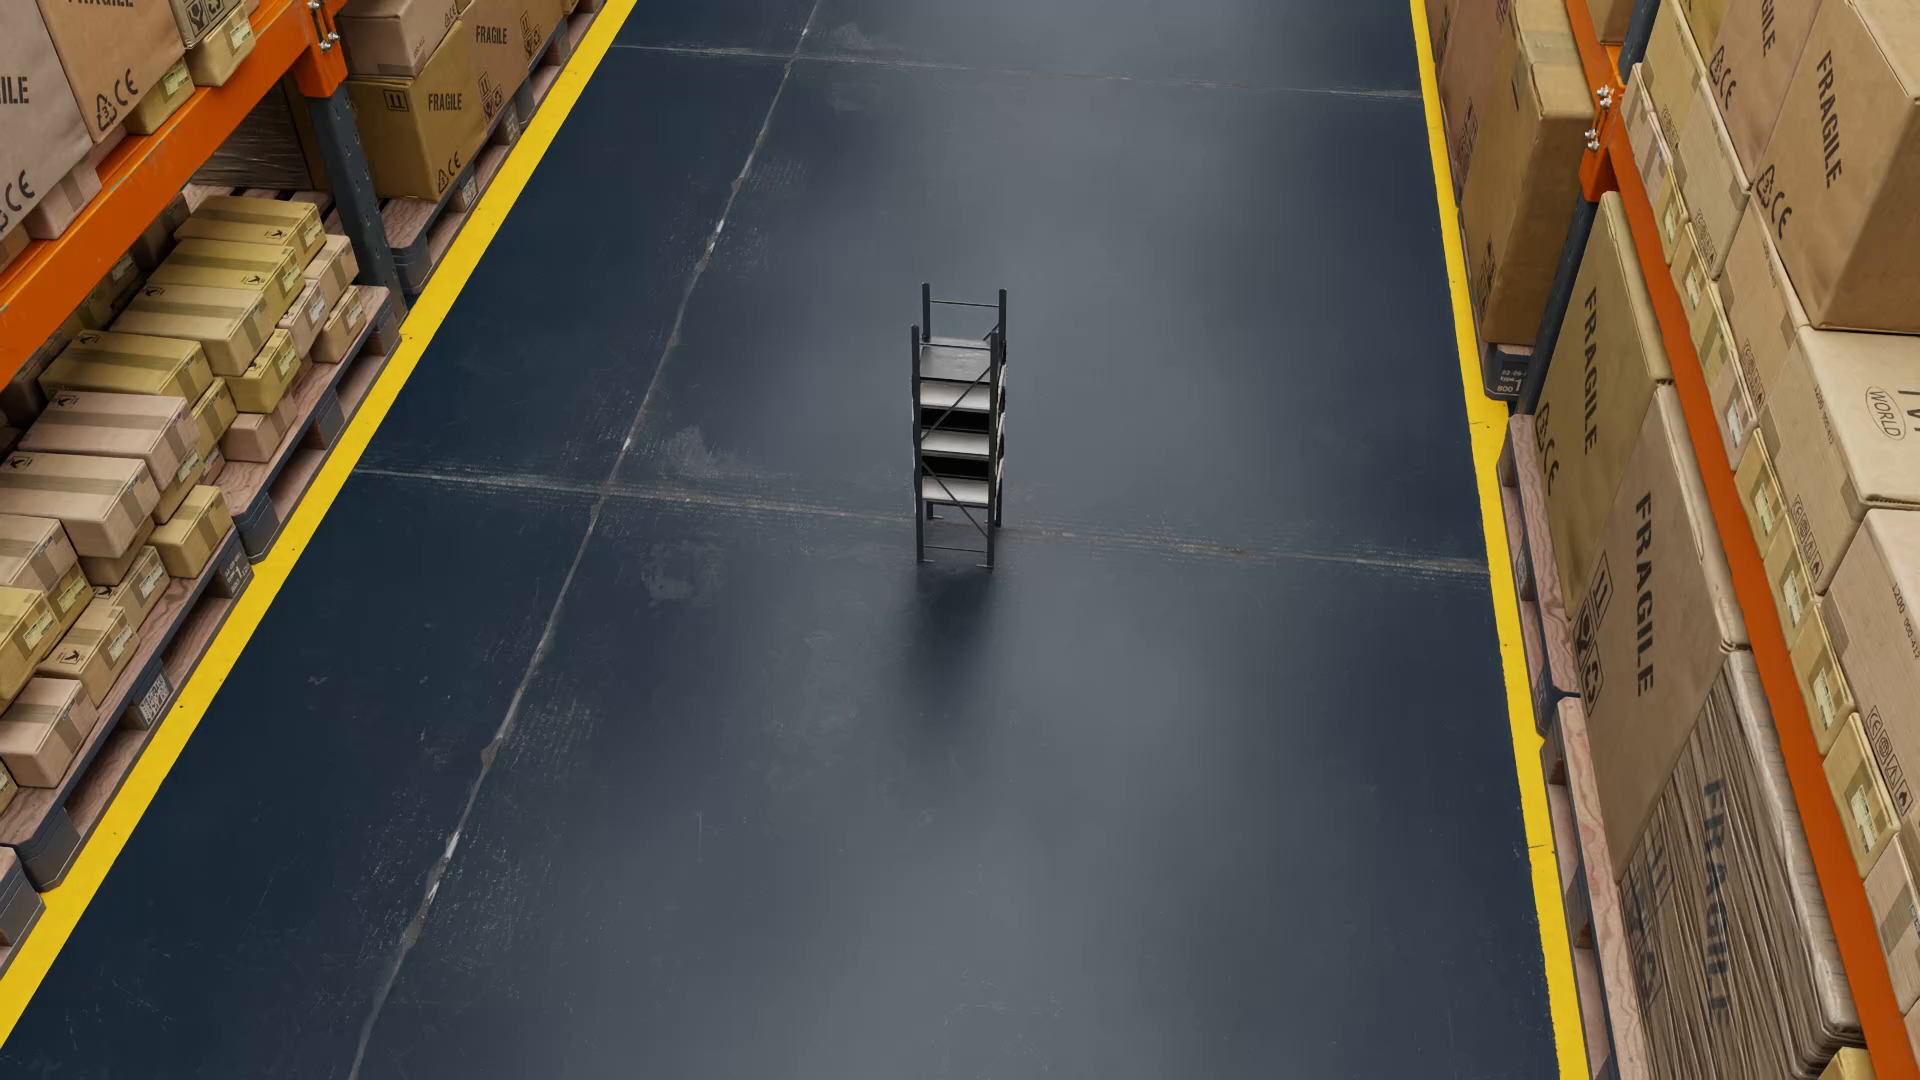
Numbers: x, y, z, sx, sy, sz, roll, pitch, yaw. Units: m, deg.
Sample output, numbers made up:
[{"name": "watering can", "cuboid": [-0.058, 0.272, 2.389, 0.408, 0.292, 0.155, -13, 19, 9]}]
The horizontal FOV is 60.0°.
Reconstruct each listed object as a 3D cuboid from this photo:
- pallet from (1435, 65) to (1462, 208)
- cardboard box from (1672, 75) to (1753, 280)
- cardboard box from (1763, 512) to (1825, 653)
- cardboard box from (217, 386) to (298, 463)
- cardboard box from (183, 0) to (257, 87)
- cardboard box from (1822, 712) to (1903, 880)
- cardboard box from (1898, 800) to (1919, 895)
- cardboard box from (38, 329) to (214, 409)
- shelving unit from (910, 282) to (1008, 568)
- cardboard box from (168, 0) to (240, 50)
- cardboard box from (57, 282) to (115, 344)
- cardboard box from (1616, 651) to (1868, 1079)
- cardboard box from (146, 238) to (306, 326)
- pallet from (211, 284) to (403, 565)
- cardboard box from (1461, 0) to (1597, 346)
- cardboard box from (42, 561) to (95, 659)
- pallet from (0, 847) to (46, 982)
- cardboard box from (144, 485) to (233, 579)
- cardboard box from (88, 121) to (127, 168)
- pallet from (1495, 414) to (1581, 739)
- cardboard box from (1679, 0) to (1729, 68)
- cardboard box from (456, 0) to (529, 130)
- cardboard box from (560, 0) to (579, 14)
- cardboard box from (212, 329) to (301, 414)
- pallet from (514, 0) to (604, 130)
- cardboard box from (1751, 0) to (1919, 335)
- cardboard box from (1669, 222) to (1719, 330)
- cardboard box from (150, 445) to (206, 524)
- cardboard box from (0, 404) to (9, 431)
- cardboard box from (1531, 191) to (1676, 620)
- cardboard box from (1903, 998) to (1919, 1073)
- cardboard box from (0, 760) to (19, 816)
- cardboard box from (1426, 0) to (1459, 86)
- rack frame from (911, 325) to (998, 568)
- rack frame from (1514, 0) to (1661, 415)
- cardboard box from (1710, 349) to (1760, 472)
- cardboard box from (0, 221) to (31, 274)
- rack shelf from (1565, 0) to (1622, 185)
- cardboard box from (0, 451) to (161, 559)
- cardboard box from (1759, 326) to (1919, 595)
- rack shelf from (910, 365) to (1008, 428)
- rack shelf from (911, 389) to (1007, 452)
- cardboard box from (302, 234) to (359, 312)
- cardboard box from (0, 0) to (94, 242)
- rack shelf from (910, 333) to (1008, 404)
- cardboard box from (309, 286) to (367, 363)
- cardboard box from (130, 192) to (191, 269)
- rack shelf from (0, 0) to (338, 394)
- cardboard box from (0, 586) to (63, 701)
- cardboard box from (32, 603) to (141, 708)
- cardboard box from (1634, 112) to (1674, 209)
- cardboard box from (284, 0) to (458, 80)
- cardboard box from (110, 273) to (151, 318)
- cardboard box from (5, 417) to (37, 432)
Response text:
[{"name": "pallet", "cuboid": [2.555, -1.760, 6.955, 1.003, 0.211, 1.213, 5, 44, 6]}, {"name": "cardboard box", "cuboid": [1.977, -0.824, 3.832, 0.500, 0.250, 0.500, 5, 44, 5]}, {"name": "cardboard box", "cuboid": [1.763, 0.097, 3.148, 0.380, 0.149, 0.250, 6, 44, 6]}, {"name": "cardboard box", "cuboid": [-2.336, -0.389, 5.247, 0.380, 0.149, 0.250, 4, 44, 4]}, {"name": "cardboard box", "cuboid": [-2.266, -1.433, 4.764, 0.380, 0.149, 0.250, 4, 44, 4]}, {"name": "cardboard box", "cuboid": [1.694, 0.443, 2.783, 0.380, 0.149, 0.250, 4, 44, 5]}, {"name": "cardboard box", "cuboid": [1.709, 0.567, 2.362, 0.500, 0.250, 0.500, 5, 44, 5]}, {"name": "cardboard box", "cuboid": [-2.455, -0.475, 4.905, 0.380, 0.149, 0.250, 7, 44, 7]}, {"name": "shelving unit", "cuboid": [-0.001, -0.321, 4.935, 0.258, 0.900, 0.210, 5, 44, 6]}, {"name": "cardboard box", "cuboid": [-2.318, -1.714, 4.590, 0.500, 0.500, 0.500, 5, 44, 6]}, {"name": "cardboard box", "cuboid": [-2.865, -0.683, 5.126, 0.380, 0.149, 0.250, 5, 44, 5]}, {"name": "cardboard box", "cuboid": [1.966, 0.876, 3.383, 0.875, 0.875, 0.875, 5, 44, 6]}, {"name": "cardboard box", "cuboid": [-2.318, -0.815, 5.264, 0.380, 0.149, 0.250, 6, 44, 6]}, {"name": "pallet", "cuboid": [-2.588, -0.452, 5.574, 1.003, 0.211, 1.213, 5, 44, 6]}, {"name": "cardboard box", "cuboid": [2.434, -1.225, 5.601, 1.225, 0.875, 0.875, 5, 44, 6]}, {"name": "cardboard box", "cuboid": [-2.580, 0.159, 4.452, 0.380, 0.149, 0.250, 7, 44, 7]}, {"name": "pallet", "cuboid": [-2.910, 1.211, 3.817, 1.003, 0.211, 1.213, 5, 44, 6]}, {"name": "cardboard box", "cuboid": [-2.385, -0.039, 4.878, 0.380, 0.149, 0.250, 5, 44, 5]}, {"name": "cardboard box", "cuboid": [-2.462, -1.087, 4.399, 0.380, 0.149, 0.250, 4, 44, 4]}, {"name": "pallet", "cuboid": [2.191, 0.118, 4.972, 1.003, 0.211, 1.213, 5, 44, 6]}, {"name": "cardboard box", "cuboid": [2.052, -1.428, 3.924, 0.500, 0.500, 0.500, 5, 44, 6]}, {"name": "cardboard box", "cuboid": [-2.105, -2.010, 6.704, 0.500, 0.500, 0.500, 7, 44, 7]}, {"name": "cardboard box", "cuboid": [-1.959, -2.709, 7.442, 0.500, 0.500, 0.500, 3, 44, 4]}, {"name": "cardboard box", "cuboid": [-2.302, -0.537, 5.187, 0.380, 0.149, 0.250, 4, 44, 4]}, {"name": "pallet", "cuboid": [-2.274, -2.277, 7.502, 1.003, 0.211, 1.213, 5, 44, 6]}, {"name": "cardboard box", "cuboid": [1.915, -0.738, 3.195, 0.500, 0.500, 0.500, 4, 44, 4]}, {"name": "cardboard box", "cuboid": [1.898, -0.605, 3.890, 0.380, 0.149, 0.250, 4, 44, 4]}, {"name": "cardboard box", "cuboid": [-2.447, -0.200, 4.831, 0.380, 0.149, 0.250, 6, 44, 7]}, {"name": "cardboard box", "cuboid": [-2.991, -0.338, 4.760, 0.380, 0.149, 0.250, 6, 44, 6]}, {"name": "cardboard box", "cuboid": [2.202, -0.344, 4.672, 0.875, 0.875, 0.875, 5, 44, 6]}, {"name": "cardboard box", "cuboid": [1.628, 0.790, 2.417, 0.380, 0.149, 0.250, 5, 44, 6]}, {"name": "cardboard box", "cuboid": [-2.615, 0.653, 4.147, 0.380, 0.149, 0.250, 5, 44, 6]}, {"name": "cardboard box", "cuboid": [2.661, -2.437, 6.882, 1.225, 0.875, 0.875, 5, 44, 6]}, {"name": "rack frame", "cuboid": [-0.015, -0.252, 4.862, 0.240, 0.900, 0.006, 5, 44, 6]}, {"name": "rack frame", "cuboid": [2.369, -1.406, 4.553, 1.000, 3.000, 0.127, 5, 44, 6]}, {"name": "cardboard box", "cuboid": [1.829, -0.260, 3.525, 0.380, 0.149, 0.250, 6, 44, 6]}, {"name": "cardboard box", "cuboid": [-2.512, -0.726, 4.018, 0.380, 0.149, 0.250, 5, 44, 5]}, {"name": "rack shelf", "cuboid": [2.633, -2.507, 6.240, 1.077, 0.370, 4.000, 5, 44, 6]}, {"name": "cardboard box", "cuboid": [-2.423, -0.097, 4.506, 0.380, 0.149, 0.250, 4, 44, 4]}, {"name": "cardboard box", "cuboid": [1.841, -0.135, 3.104, 0.500, 0.250, 0.500, 5, 44, 6]}, {"name": "rack shelf", "cuboid": [-0.001, -0.428, 4.834, 0.258, 0.077, 0.200, 5, 44, 6]}, {"name": "rack shelf", "cuboid": [-0.001, -0.362, 4.896, 0.258, 0.077, 0.200, 5, 44, 6]}, {"name": "cardboard box", "cuboid": [-2.261, -0.907, 5.578, 0.380, 0.149, 0.250, 6, 44, 6]}, {"name": "cardboard box", "cuboid": [-2.455, -1.022, 3.858, 0.500, 0.500, 0.500, 5, 44, 5]}, {"name": "rack shelf", "cuboid": [-0.001, -0.493, 4.772, 0.258, 0.077, 0.200, 5, 44, 6]}, {"name": "cardboard box", "cuboid": [-2.248, -0.744, 5.623, 0.380, 0.149, 0.250, 6, 44, 6]}, {"name": "cardboard box", "cuboid": [-2.785, -1.043, 5.505, 0.380, 0.149, 0.250, 7, 44, 7]}, {"name": "rack shelf", "cuboid": [-2.798, -0.301, 3.909, 1.077, 0.370, 4.000, 5, 44, 6]}, {"name": "cardboard box", "cuboid": [-2.502, 0.243, 4.148, 0.380, 0.149, 0.250, 6, 44, 6]}, {"name": "cardboard box", "cuboid": [-2.485, 0.300, 4.519, 0.380, 0.149, 0.250, 5, 44, 6]}, {"name": "cardboard box", "cuboid": [1.966, -0.964, 4.269, 0.380, 0.149, 0.250, 4, 44, 4]}, {"name": "cardboard box", "cuboid": [-2.174, -1.922, 6.065, 0.500, 0.250, 0.500, 3, 44, 4]}, {"name": "cardboard box", "cuboid": [-2.844, -0.752, 5.414, 0.380, 0.149, 0.250, 6, 44, 6]}, {"name": "cardboard box", "cuboid": [-2.879, -0.399, 5.041, 0.380, 0.149, 0.250, 3, 44, 3]}]
